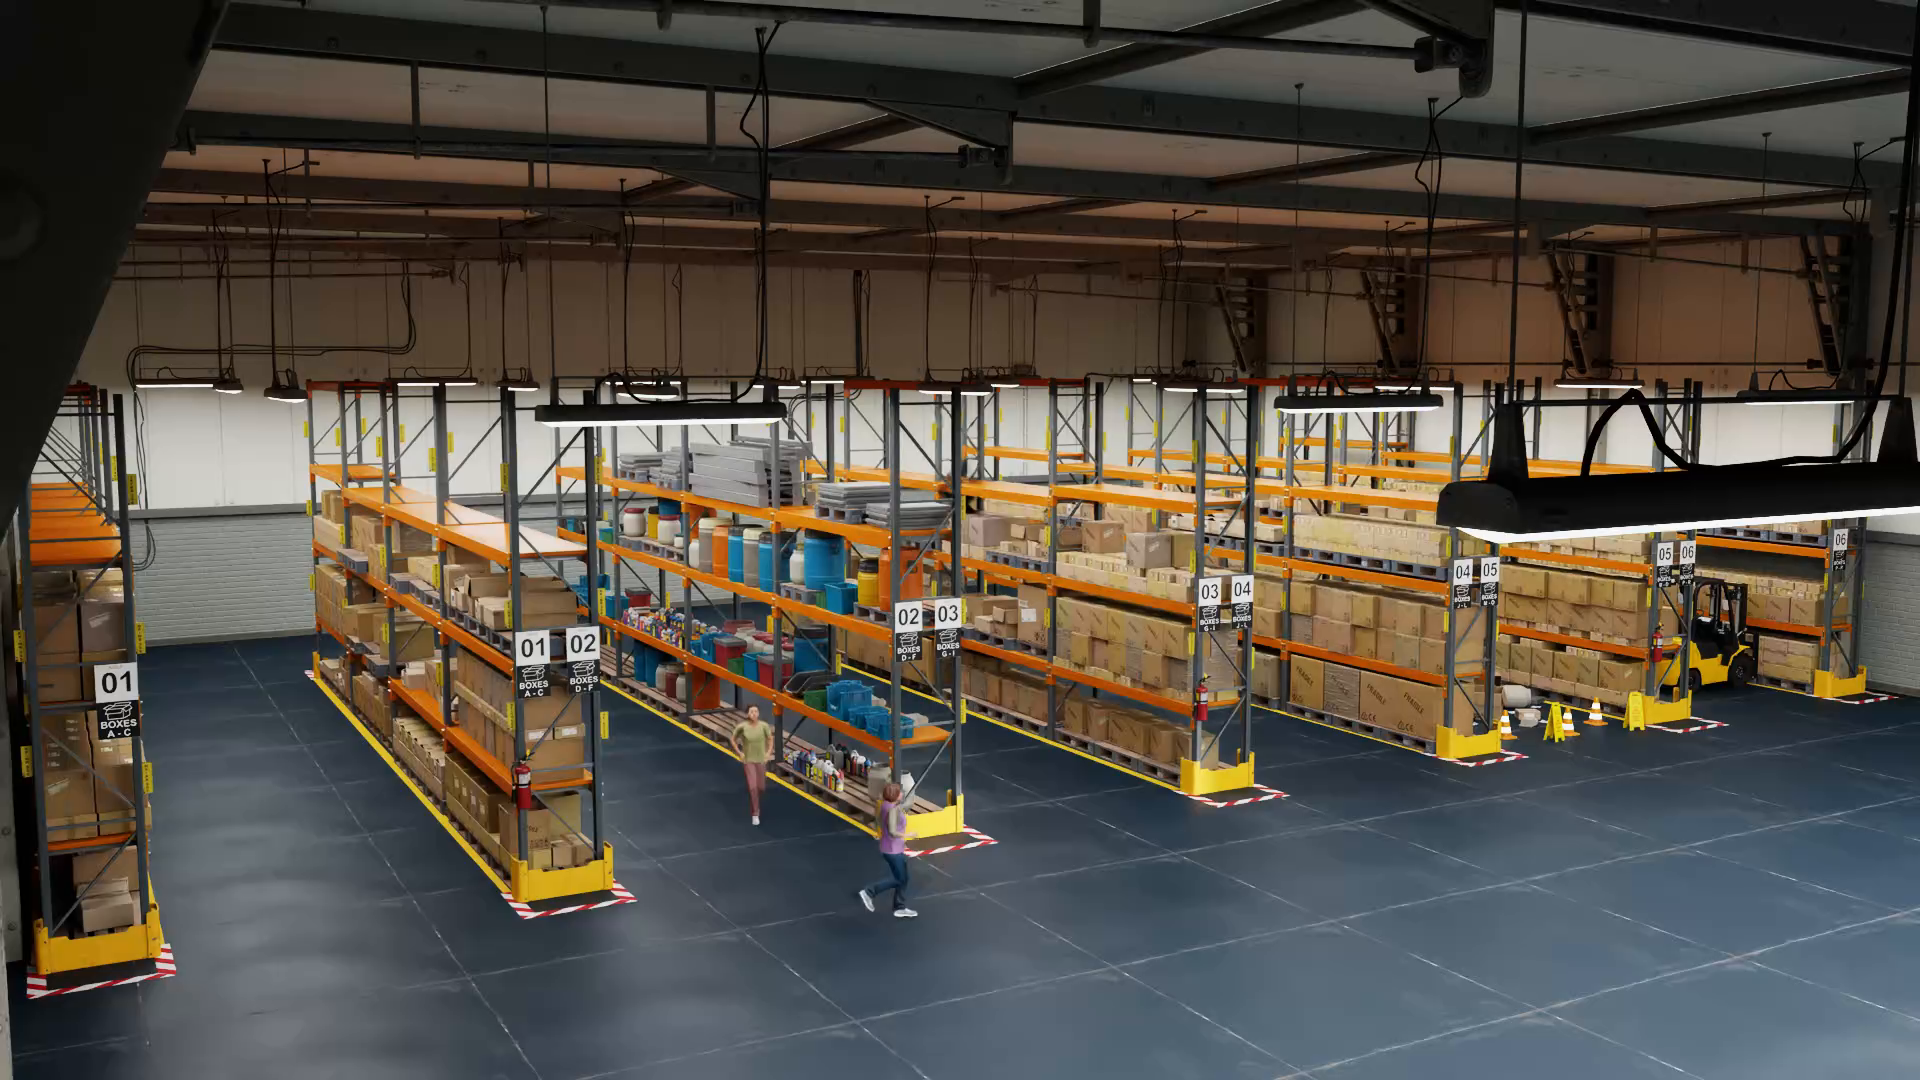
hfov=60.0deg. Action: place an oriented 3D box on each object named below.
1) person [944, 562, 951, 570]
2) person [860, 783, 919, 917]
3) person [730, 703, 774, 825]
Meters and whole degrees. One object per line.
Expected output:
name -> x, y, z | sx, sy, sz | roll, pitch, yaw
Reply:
person -> -0.263, 1.355, 38.879 | 0.643, 1.694, 0.602 | -3, 7, -26
person -> -0.791, 3.539, 18.958 | 0.639, 1.566, 0.546 | -1, 6, -11
person -> -2.886, 3.067, 23.125 | 0.597, 1.647, 0.718 | -2, 6, -19
